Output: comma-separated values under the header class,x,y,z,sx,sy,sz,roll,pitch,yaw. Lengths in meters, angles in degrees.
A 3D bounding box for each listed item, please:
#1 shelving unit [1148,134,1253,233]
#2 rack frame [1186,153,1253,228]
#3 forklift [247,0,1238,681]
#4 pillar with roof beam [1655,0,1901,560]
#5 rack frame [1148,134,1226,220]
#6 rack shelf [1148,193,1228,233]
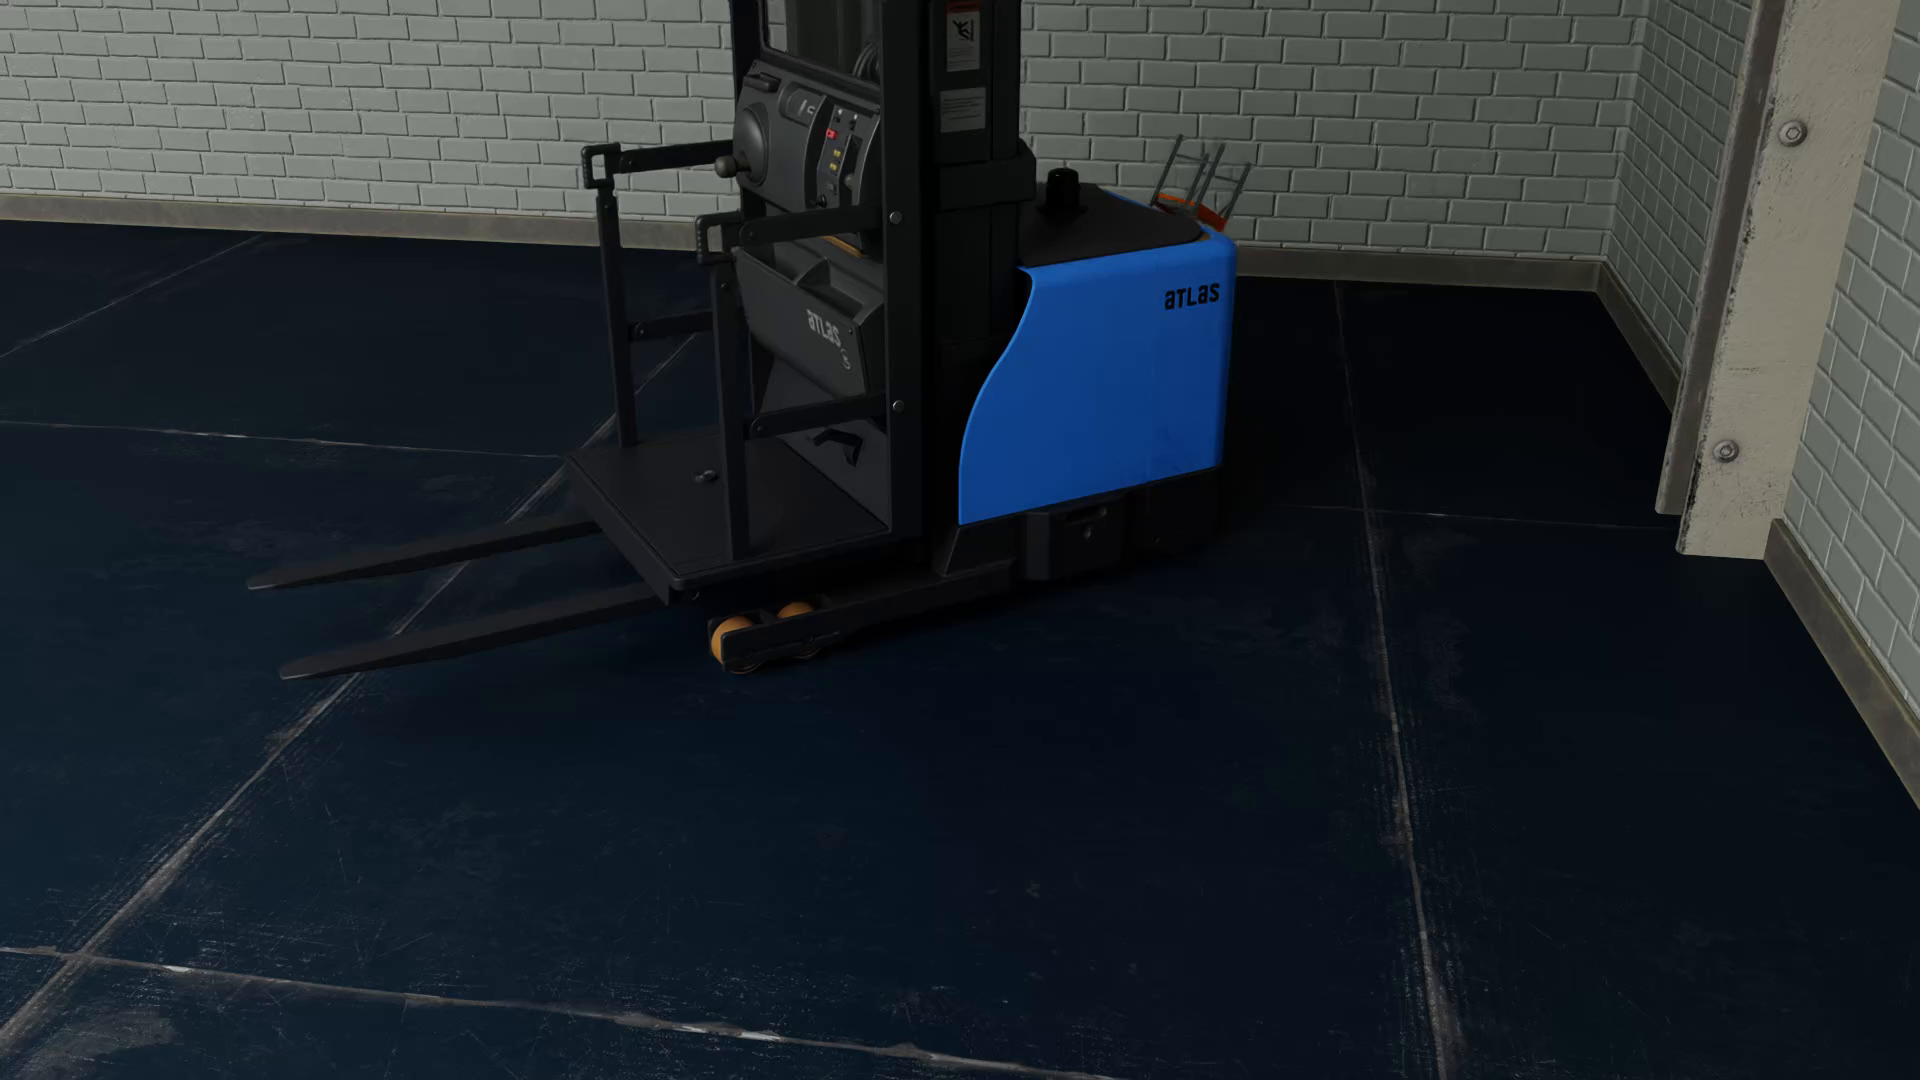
class,x,y,z,sx,sy,sz,roll,pitch,yaw
shelving unit,0.753,-0.966,6.480,0.189,1.200,0.258,19,6,-45
rack frame,0.814,-0.945,6.545,0.006,1.200,0.240,19,6,-45
forklift,-0.641,-1.188,4.830,3.031,2.935,1.130,-13,28,-26
pillar with roof beam,-1.620,-4.399,4.534,9.100,9.000,0.400,4,25,9
rack frame,0.692,-0.987,6.415,0.006,1.200,0.240,19,6,-45
rack shelf,0.878,-1.255,6.458,0.180,0.103,0.258,19,6,-45
